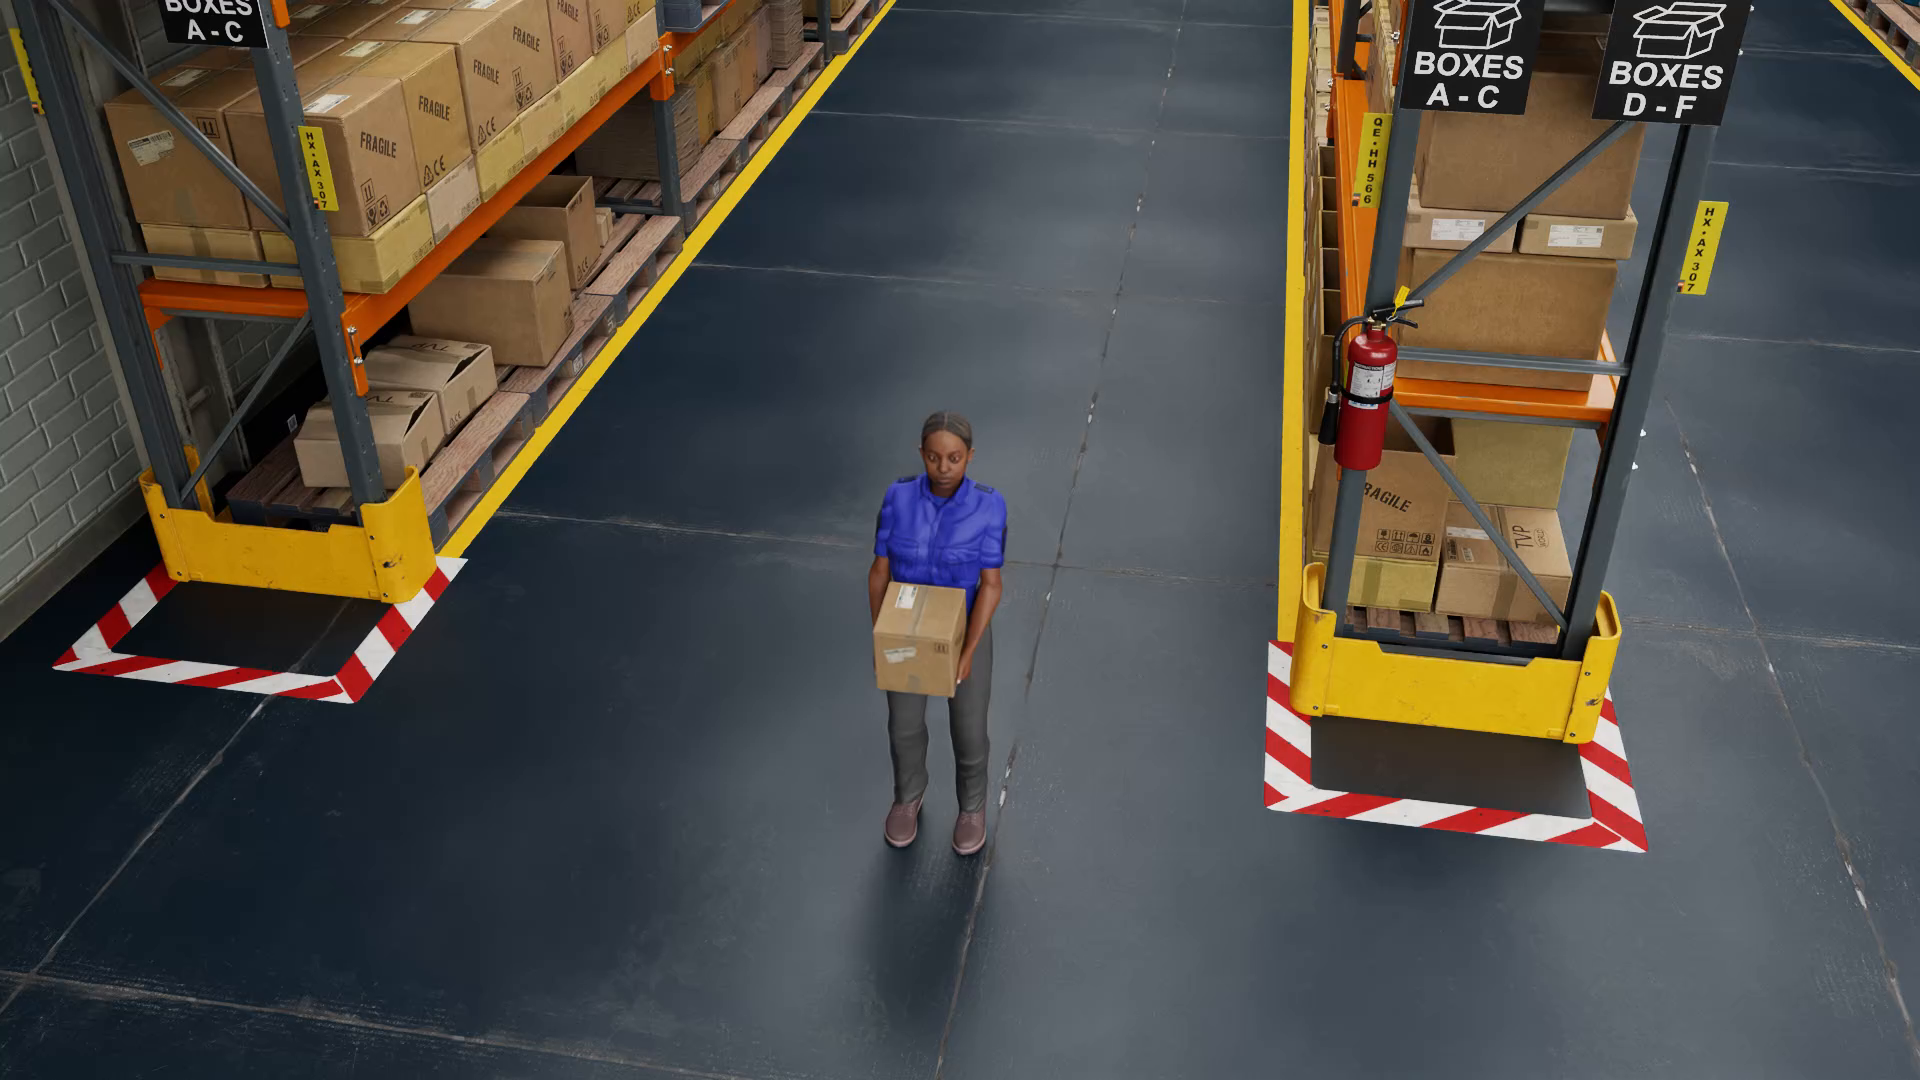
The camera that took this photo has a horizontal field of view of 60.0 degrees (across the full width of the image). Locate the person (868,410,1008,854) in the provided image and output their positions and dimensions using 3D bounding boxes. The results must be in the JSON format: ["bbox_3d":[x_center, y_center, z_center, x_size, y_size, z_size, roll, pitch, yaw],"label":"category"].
[{"bbox_3d":[-0.087,0.369,5.574,0.450,1.646,0.517,6,33,9],"label":"person"}]
